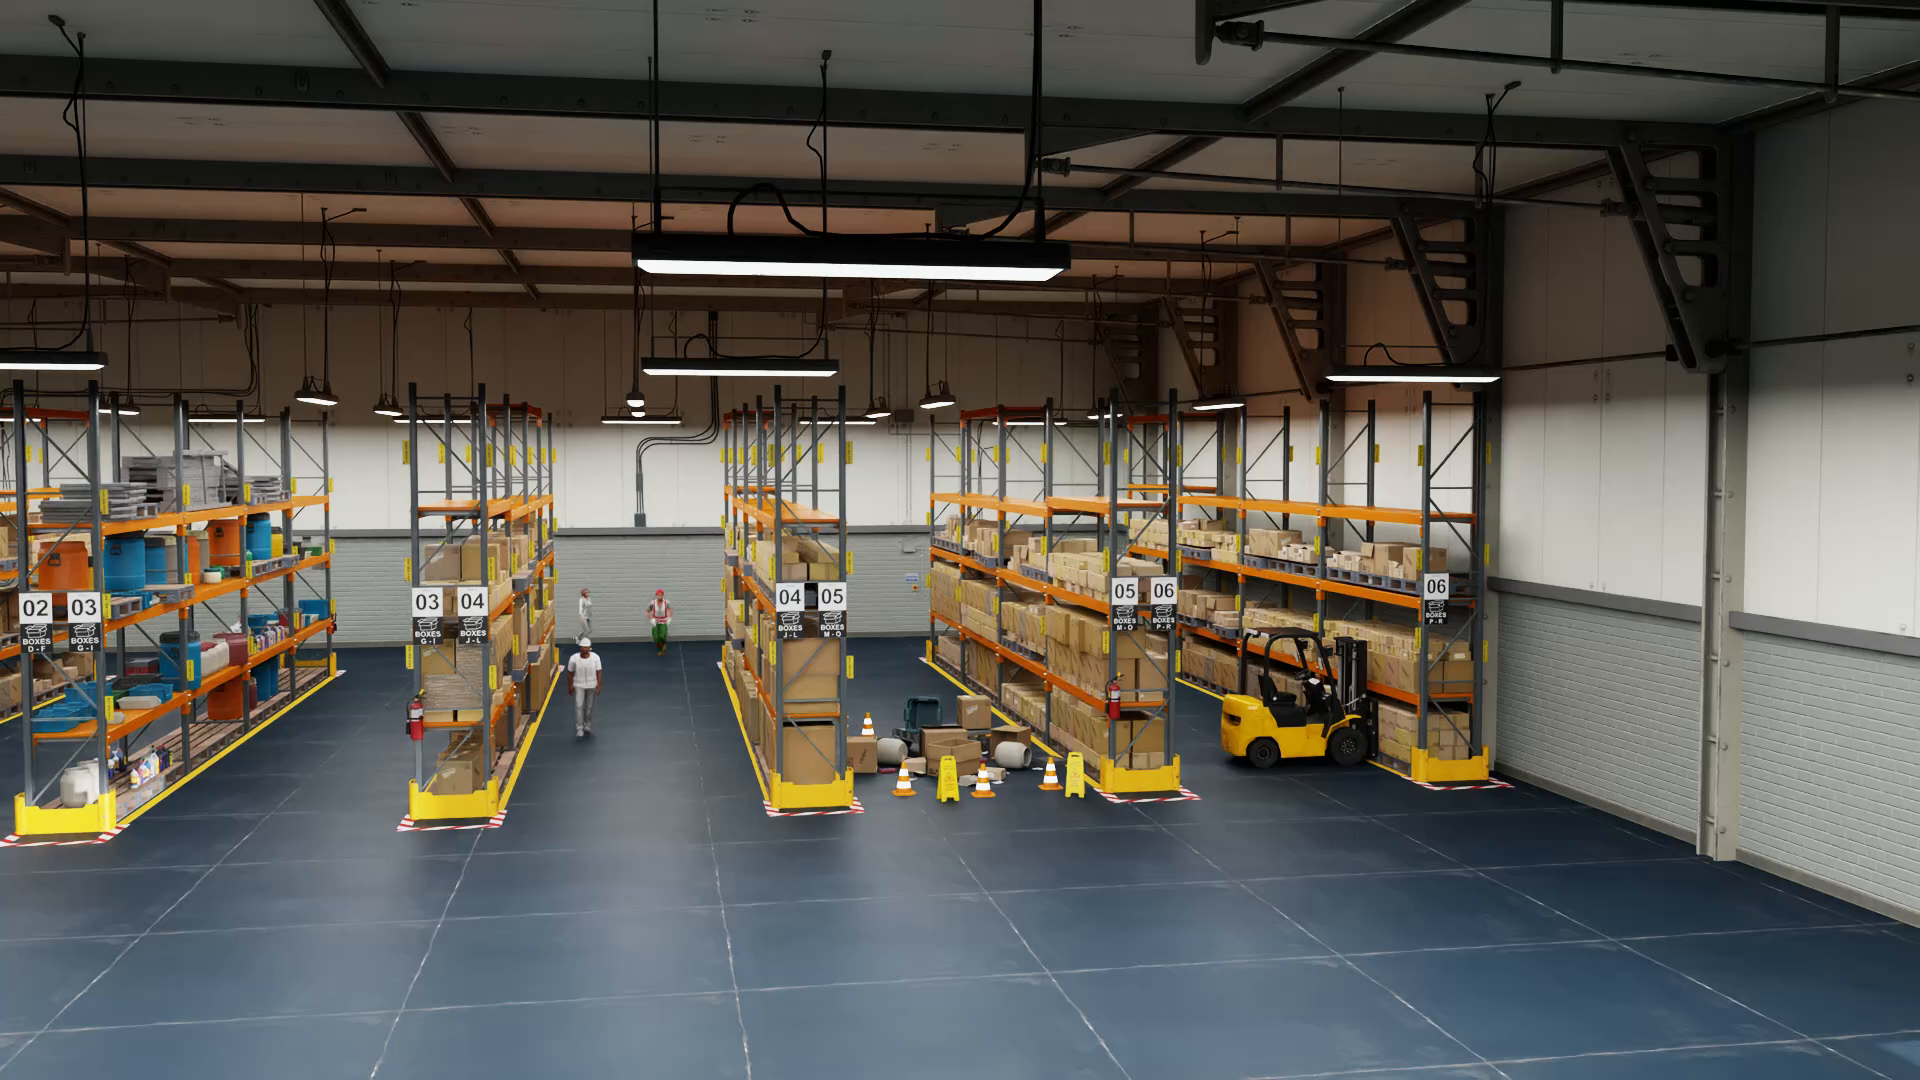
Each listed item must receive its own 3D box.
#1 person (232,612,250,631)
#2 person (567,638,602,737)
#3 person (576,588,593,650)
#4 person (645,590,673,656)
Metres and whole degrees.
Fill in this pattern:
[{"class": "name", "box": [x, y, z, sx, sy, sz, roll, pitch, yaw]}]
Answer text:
[{"class": "person", "box": [-15.310, 2.356, 35.533, 0.527, 1.665, 1.145, 0, 3, -2]}, {"class": "person", "box": [-6.683, 2.612, 29.697, 0.584, 1.709, 0.989, -1, 3, -23]}, {"class": "person", "box": [-9.692, 2.025, 42.808, 0.593, 1.582, 0.416, 1, 3, 26]}, {"class": "person", "box": [-7.513, 2.062, 41.517, 0.638, 1.687, 0.620, 0, 3, -2]}]
